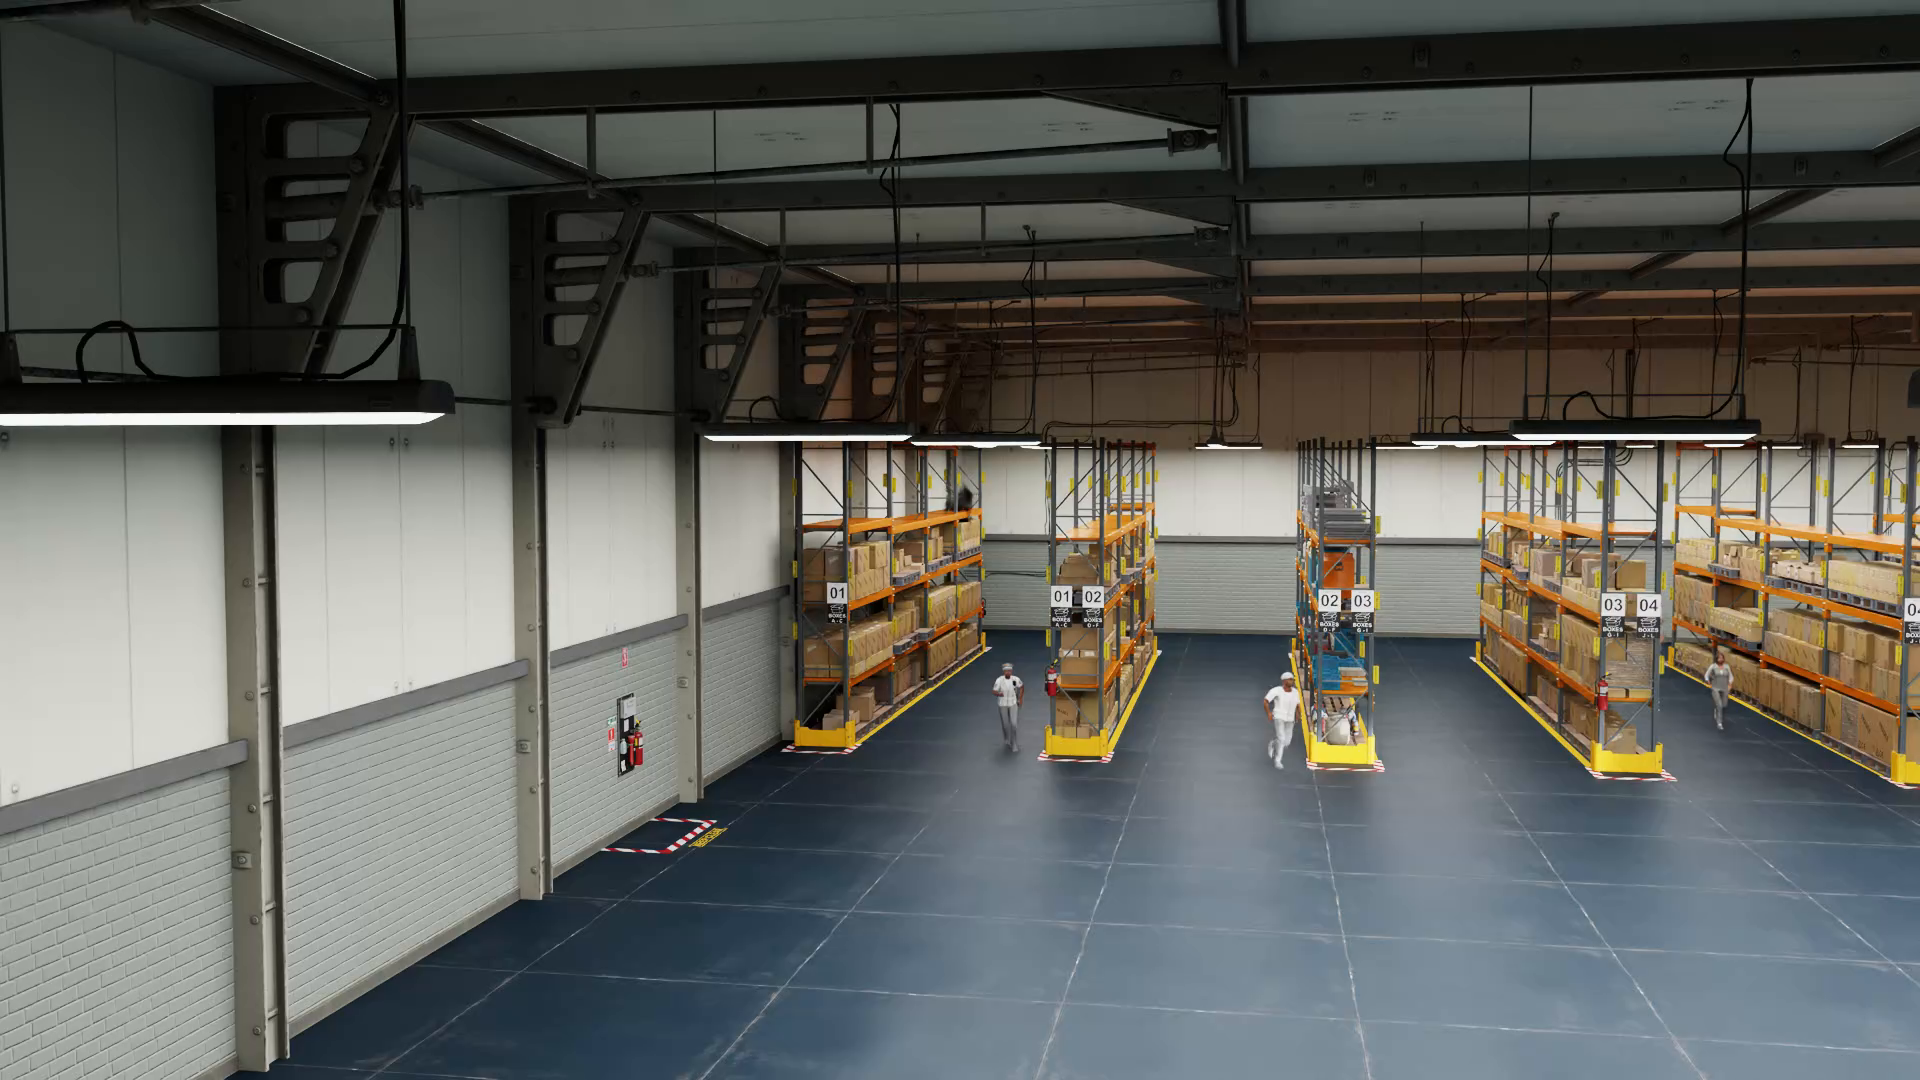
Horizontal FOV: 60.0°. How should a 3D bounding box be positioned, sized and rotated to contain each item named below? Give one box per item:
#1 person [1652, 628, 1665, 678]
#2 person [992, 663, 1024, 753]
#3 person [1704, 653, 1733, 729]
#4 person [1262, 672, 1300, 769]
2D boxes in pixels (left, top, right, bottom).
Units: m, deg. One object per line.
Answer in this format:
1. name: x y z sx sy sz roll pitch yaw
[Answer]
1. person: 17.266 2.722 41.452 0.555 1.629 0.581 1 3 14
2. person: 0.926 3.204 31.936 0.602 1.728 0.797 0 3 4
3. person: 15.779 3.120 34.598 0.562 1.564 0.641 0 3 7
4. person: 5.893 3.270 30.383 0.756 1.722 0.702 -1 3 -21
